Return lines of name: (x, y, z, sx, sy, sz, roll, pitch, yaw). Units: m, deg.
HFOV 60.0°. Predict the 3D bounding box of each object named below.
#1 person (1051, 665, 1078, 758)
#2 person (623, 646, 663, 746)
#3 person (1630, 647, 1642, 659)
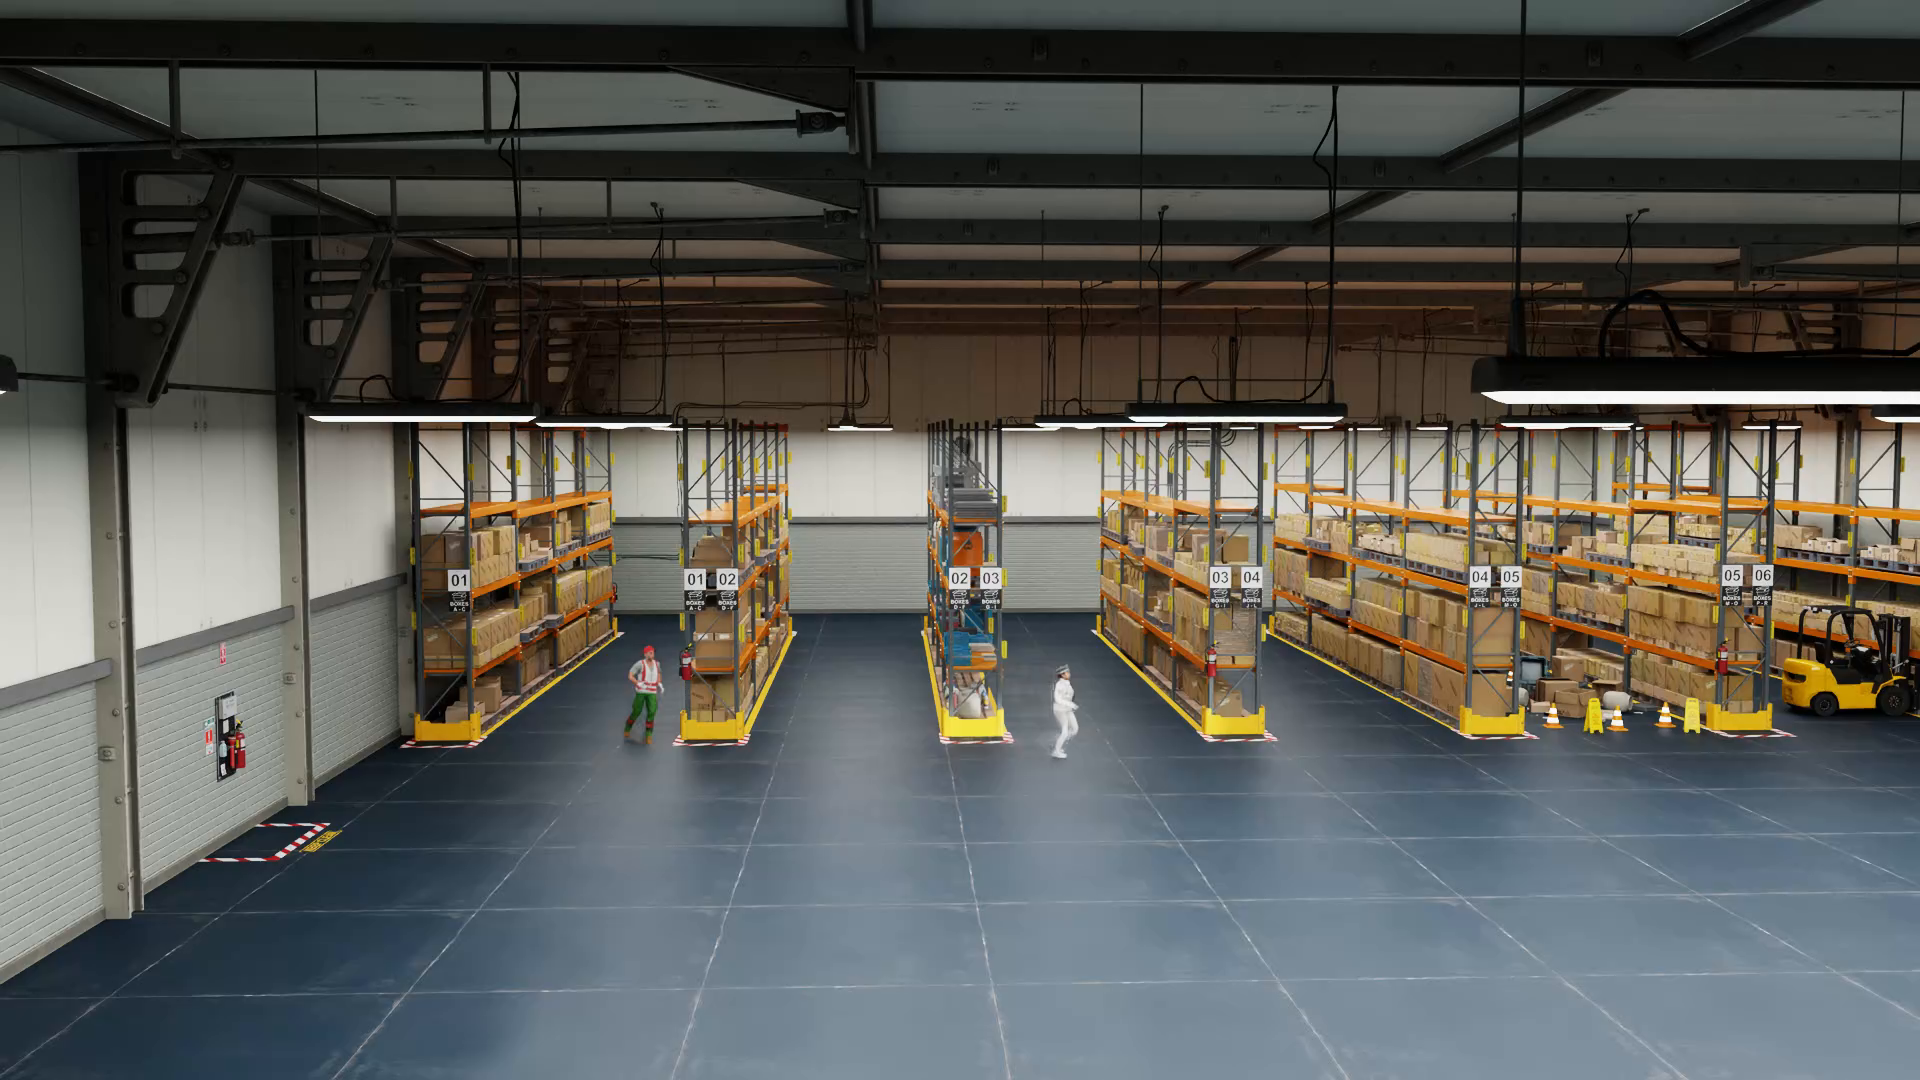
person: (1.855, 3.013, 29.286, 0.542, 1.657, 0.614, 2, 4, 24)
person: (-5.801, 2.851, 30.838, 0.719, 1.782, 0.936, -2, 4, -33)
person: (16.810, 2.206, 41.354, 0.671, 1.818, 0.901, 0, 4, -4)
